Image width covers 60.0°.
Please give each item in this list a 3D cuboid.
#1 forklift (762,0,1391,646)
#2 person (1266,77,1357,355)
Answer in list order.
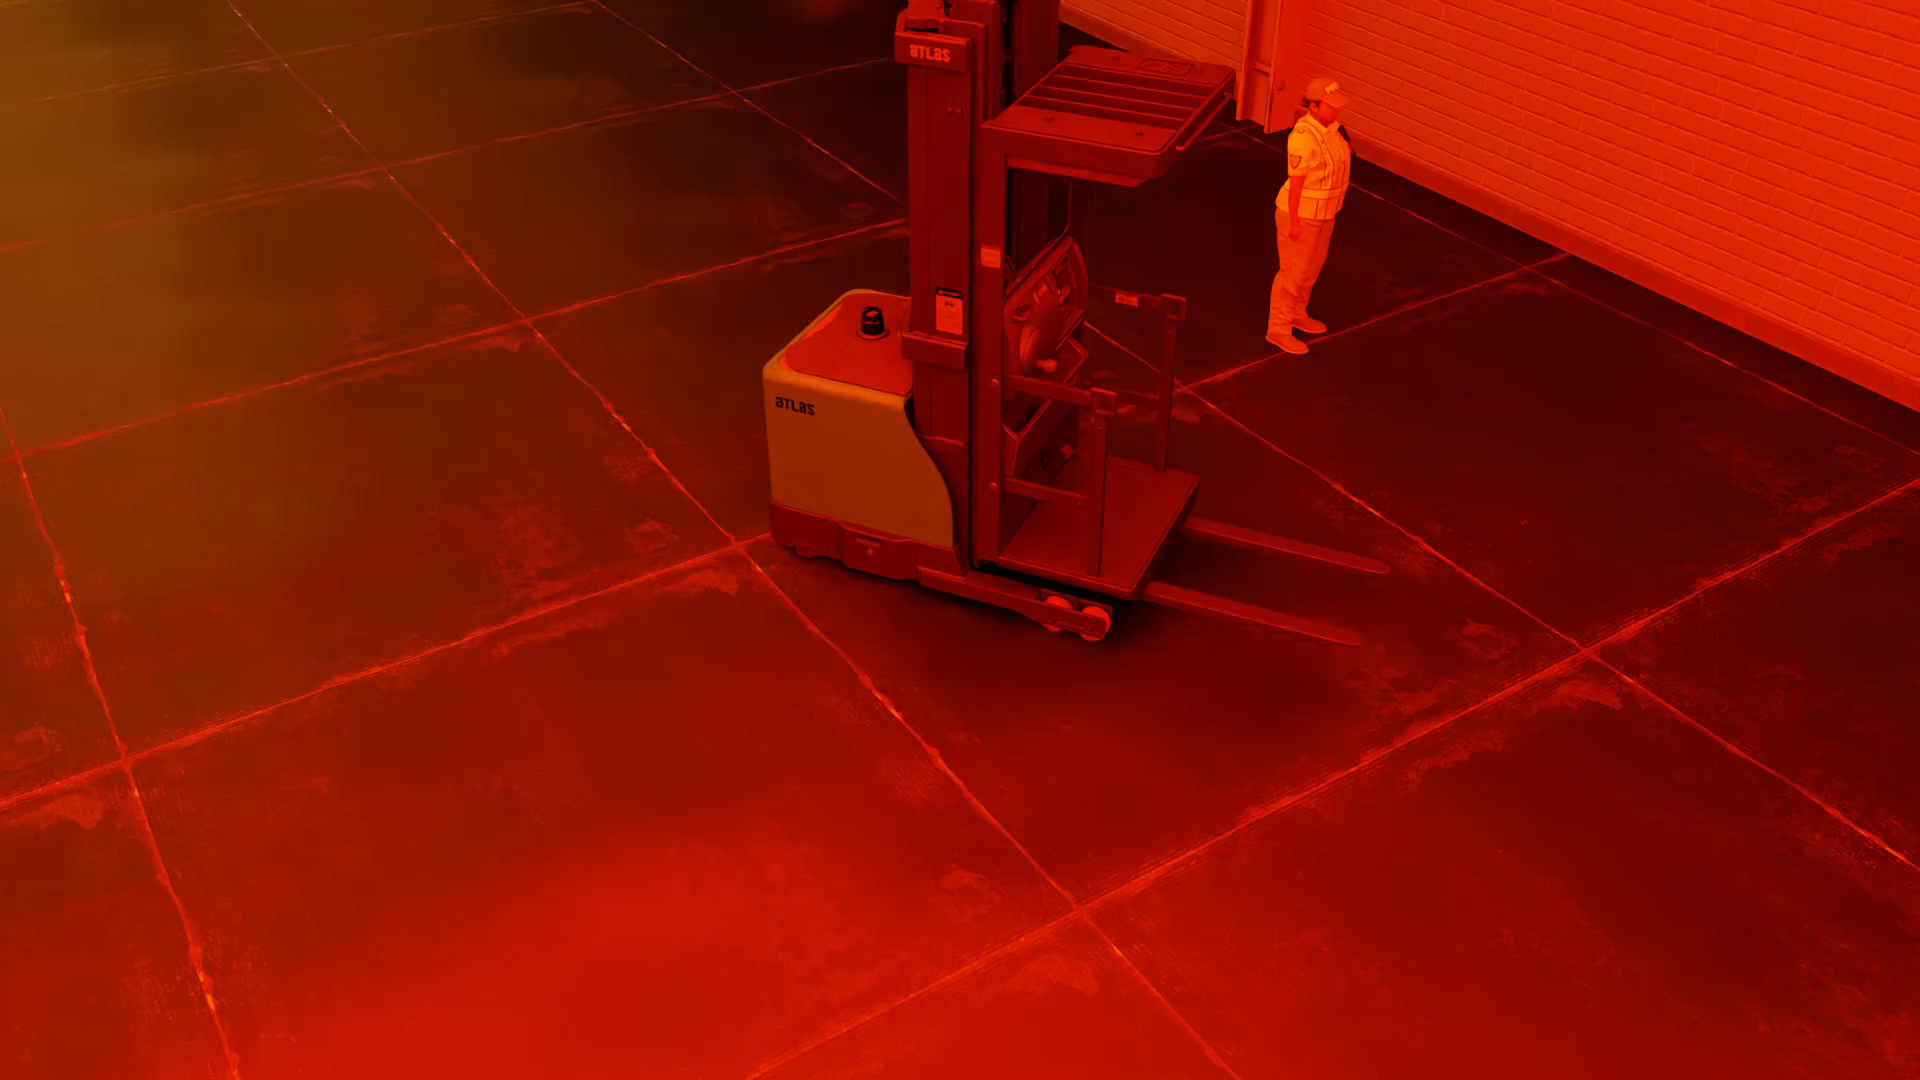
[{"bbox_3d":[0.586,-1.062,7.659,3.031,2.935,1.130,14,38,19],"label":"forklift"},{"bbox_3d":[2.117,-1.978,10.069,0.389,1.669,0.480,21,40,27],"label":"person"}]
